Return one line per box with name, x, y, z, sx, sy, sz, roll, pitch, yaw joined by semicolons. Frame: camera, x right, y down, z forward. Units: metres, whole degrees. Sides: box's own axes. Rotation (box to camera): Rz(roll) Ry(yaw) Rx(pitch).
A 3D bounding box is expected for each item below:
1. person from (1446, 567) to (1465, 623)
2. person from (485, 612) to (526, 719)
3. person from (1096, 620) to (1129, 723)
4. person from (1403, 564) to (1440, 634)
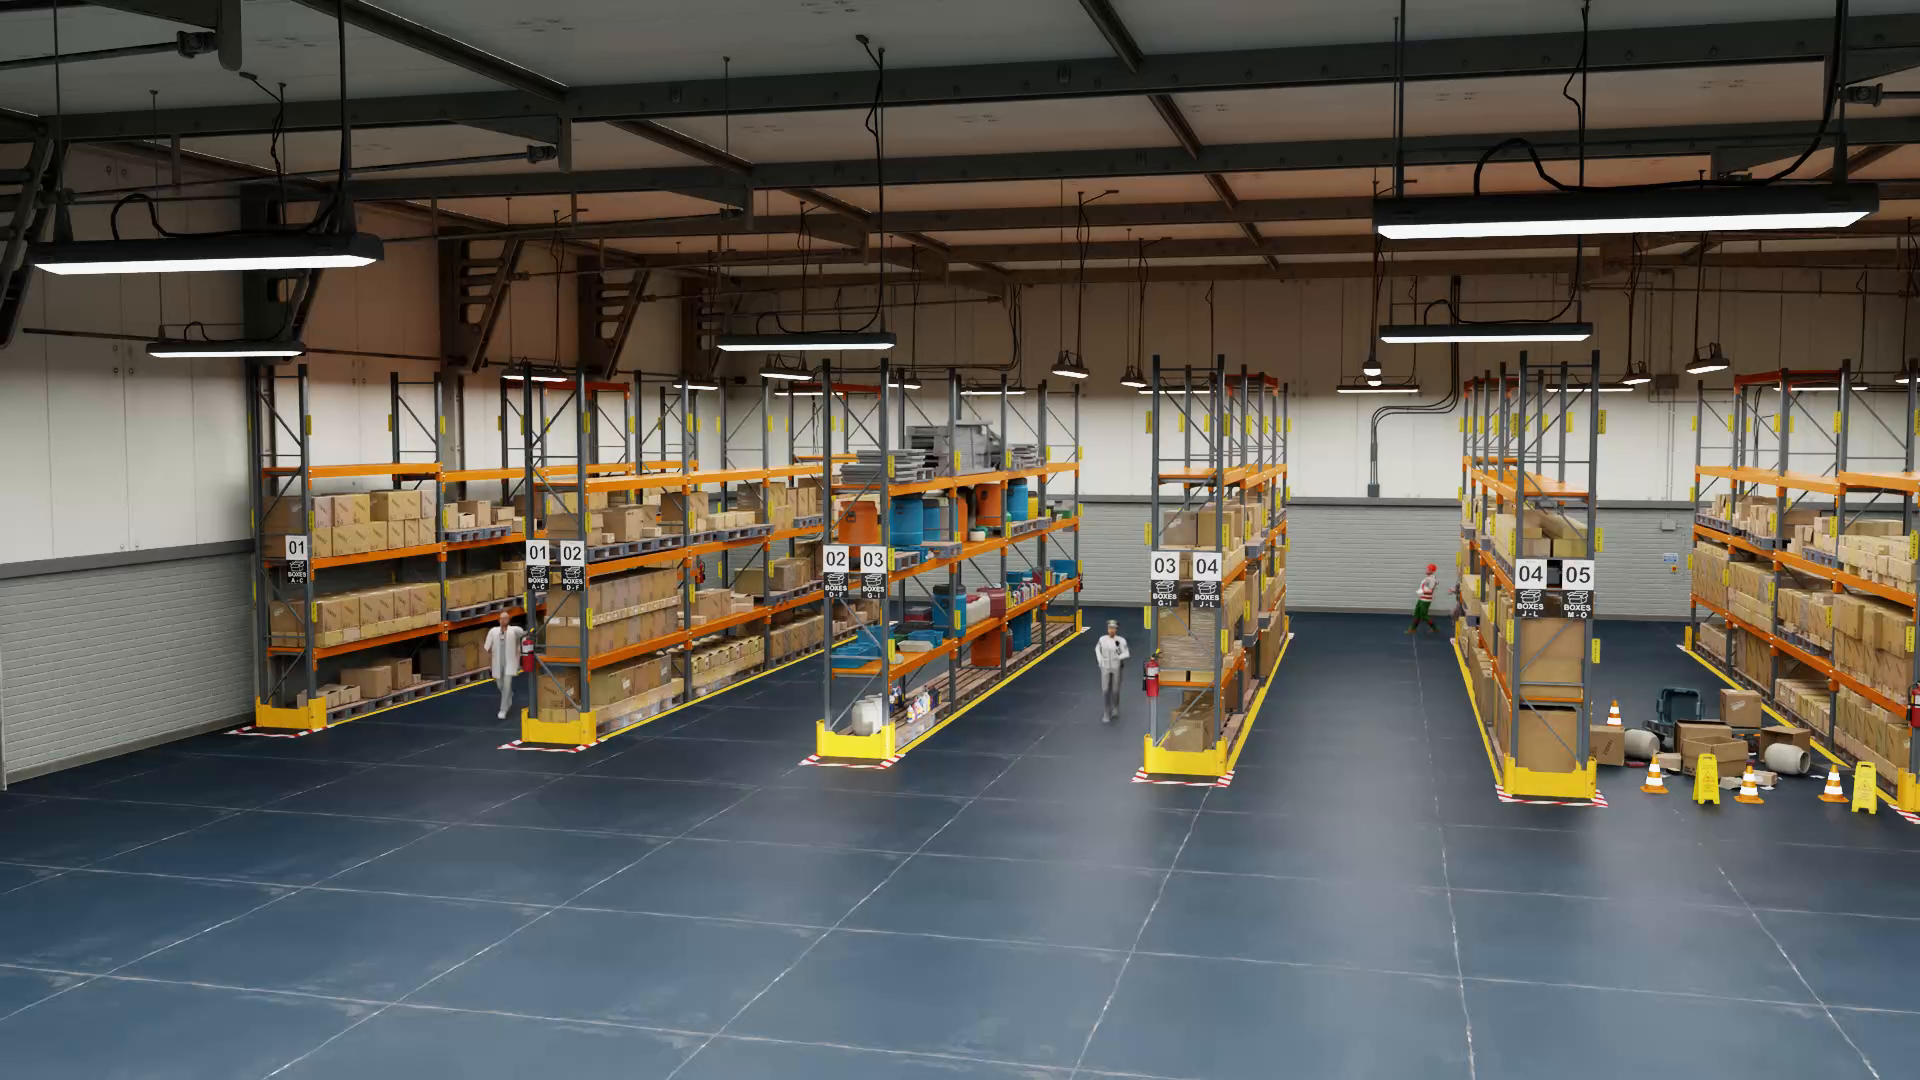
person;11.808;1.458;39.066;0.740;1.671;0.676;0;4;3
person;-7.834;2.129;28.651;0.712;1.776;1.037;0;4;0
person;2.579;2.222;28.253;0.601;1.757;0.675;1;4;13
person;10.958;1.411;39.402;0.827;1.731;0.773;1;4;12
